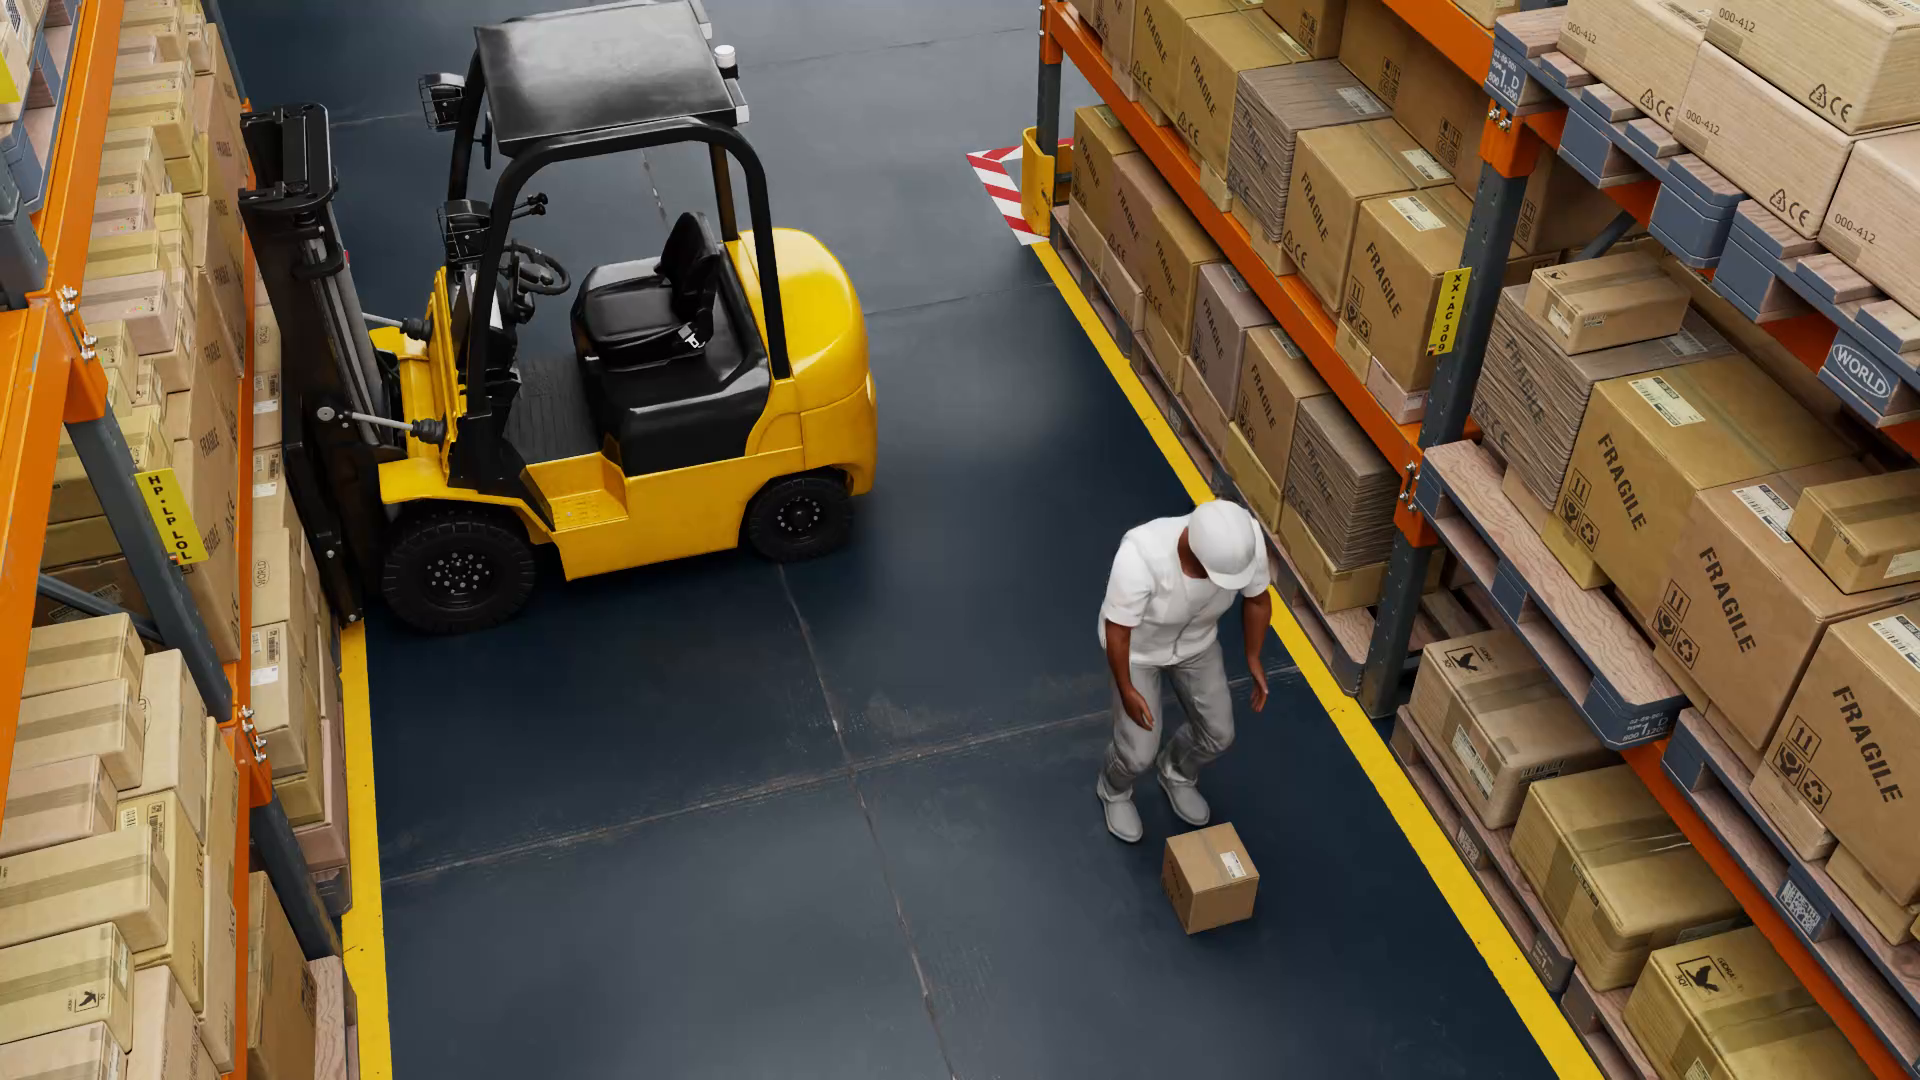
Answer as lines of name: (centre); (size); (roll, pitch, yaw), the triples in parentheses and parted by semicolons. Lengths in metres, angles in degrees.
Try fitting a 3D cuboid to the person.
person: (0.807, 0.741, 5.856); (0.493, 1.043, 0.980); (-15, 44, -16)
